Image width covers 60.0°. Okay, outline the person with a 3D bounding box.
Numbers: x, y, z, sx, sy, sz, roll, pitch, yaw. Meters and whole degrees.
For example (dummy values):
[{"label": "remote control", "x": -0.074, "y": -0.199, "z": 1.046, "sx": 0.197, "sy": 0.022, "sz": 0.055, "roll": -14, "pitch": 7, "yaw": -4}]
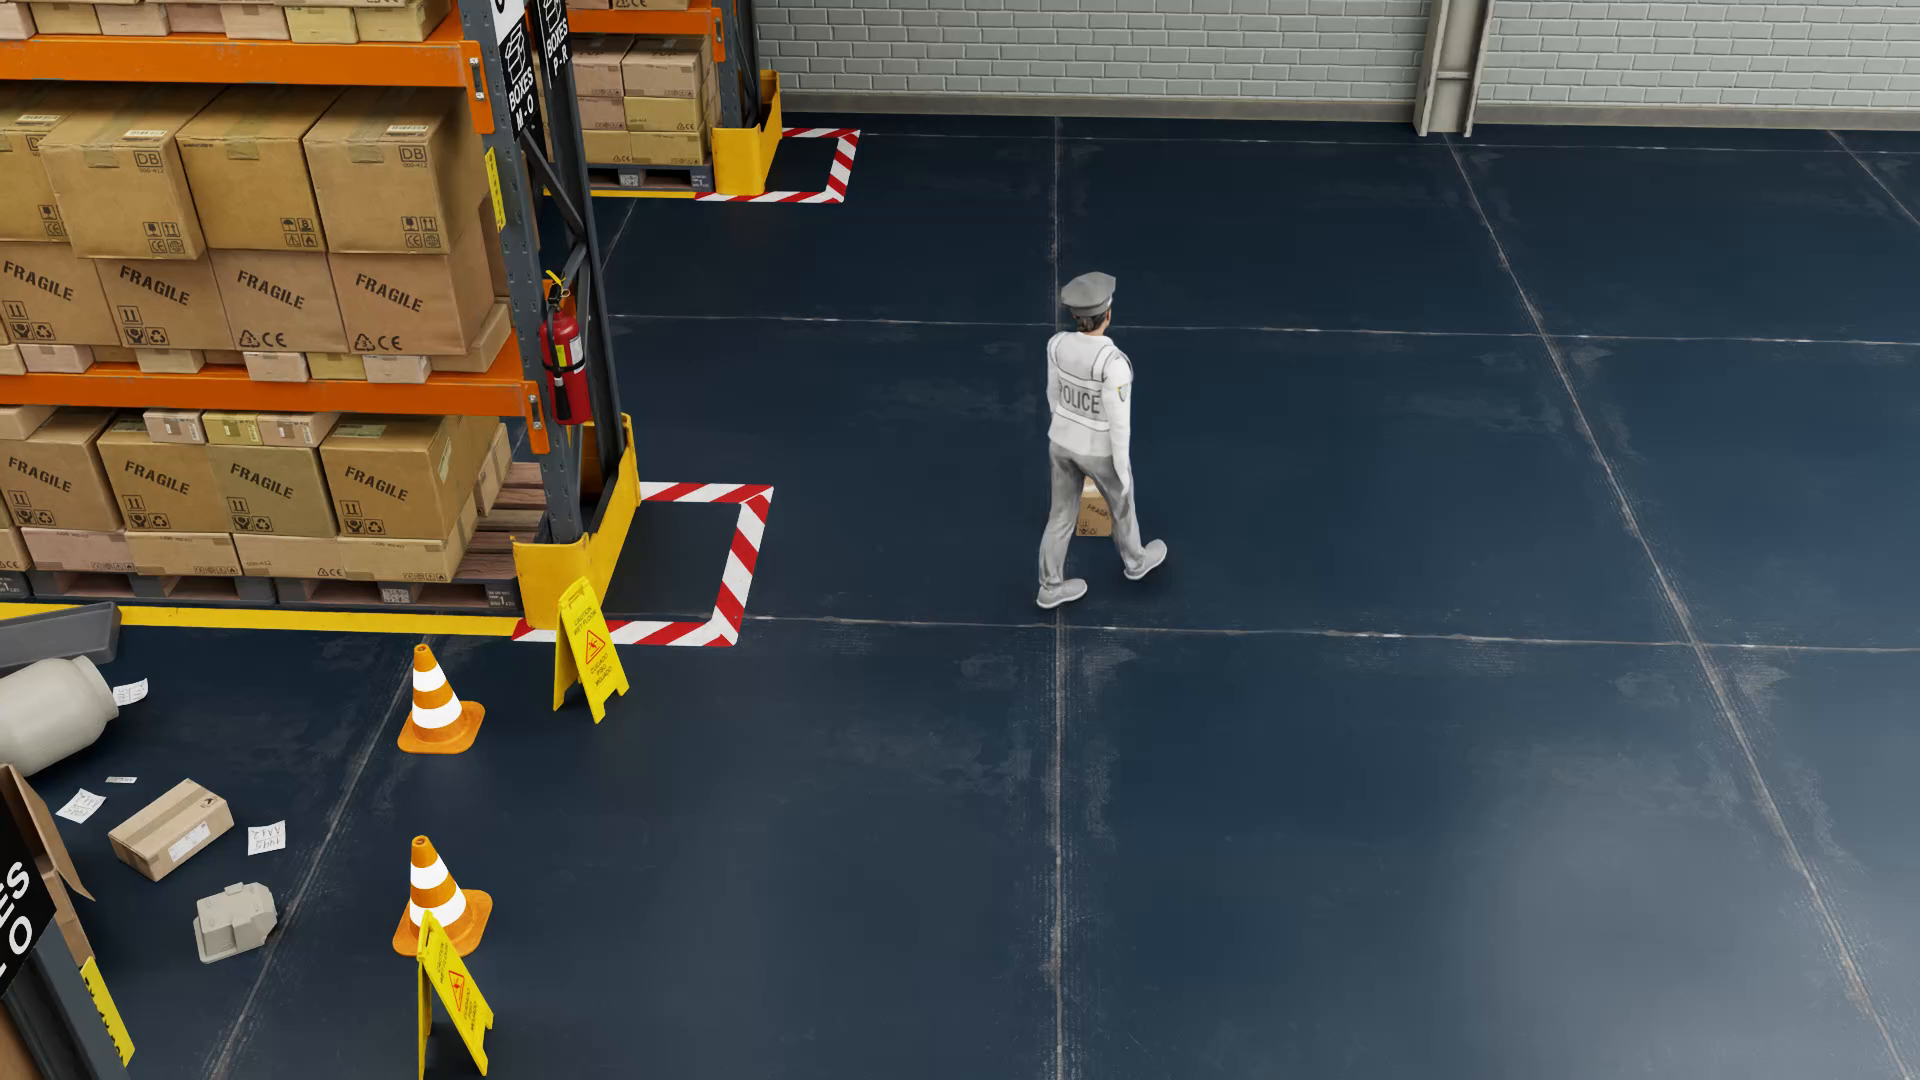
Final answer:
[{"label": "person", "x": 0.668, "y": -0.475, "z": 7.746, "sx": 0.511, "sy": 1.646, "sz": 0.732, "roll": 27, "pitch": 44, "yaw": 32}]
